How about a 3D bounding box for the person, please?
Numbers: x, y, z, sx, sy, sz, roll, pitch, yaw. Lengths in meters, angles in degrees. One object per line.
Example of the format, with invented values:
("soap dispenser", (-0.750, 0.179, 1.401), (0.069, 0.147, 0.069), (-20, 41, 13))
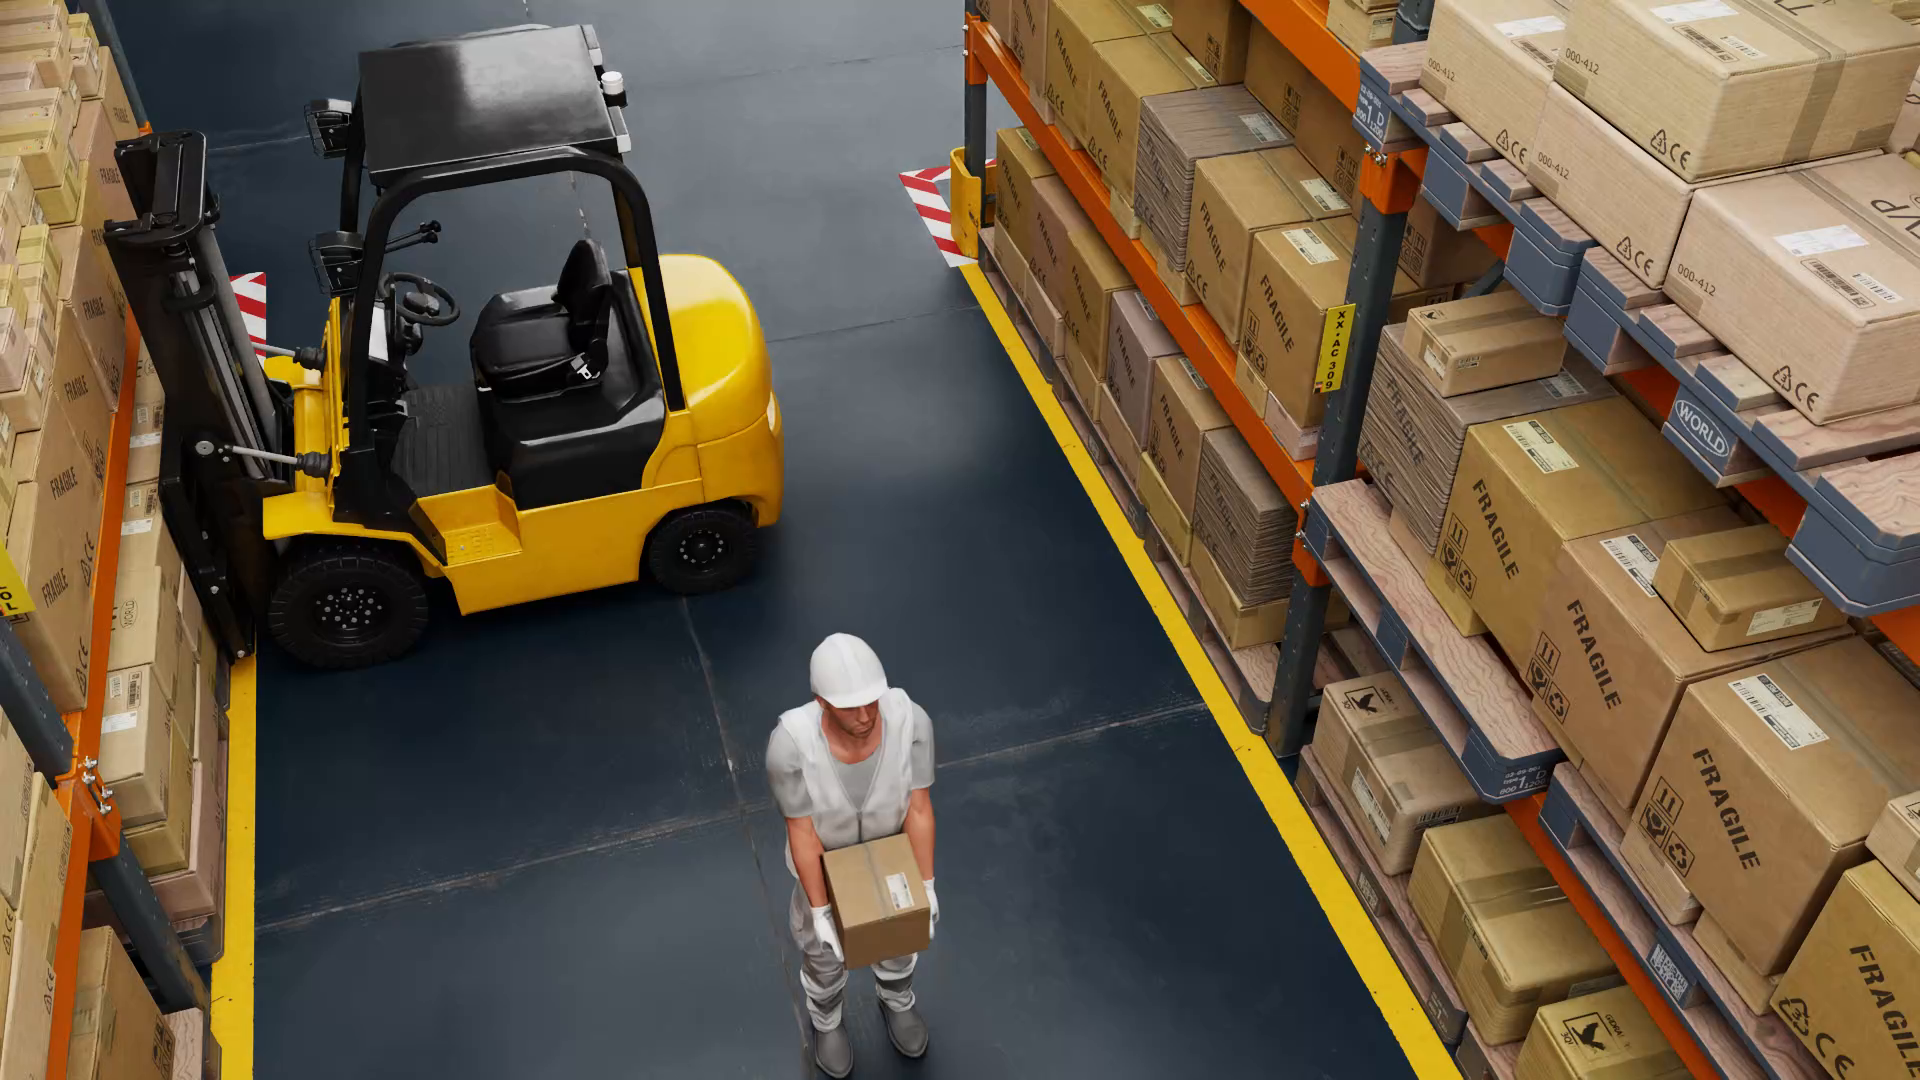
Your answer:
("person", (-0.276, 1.039, 4.983), (0.495, 1.786, 0.558), (-12, 43, -13))
